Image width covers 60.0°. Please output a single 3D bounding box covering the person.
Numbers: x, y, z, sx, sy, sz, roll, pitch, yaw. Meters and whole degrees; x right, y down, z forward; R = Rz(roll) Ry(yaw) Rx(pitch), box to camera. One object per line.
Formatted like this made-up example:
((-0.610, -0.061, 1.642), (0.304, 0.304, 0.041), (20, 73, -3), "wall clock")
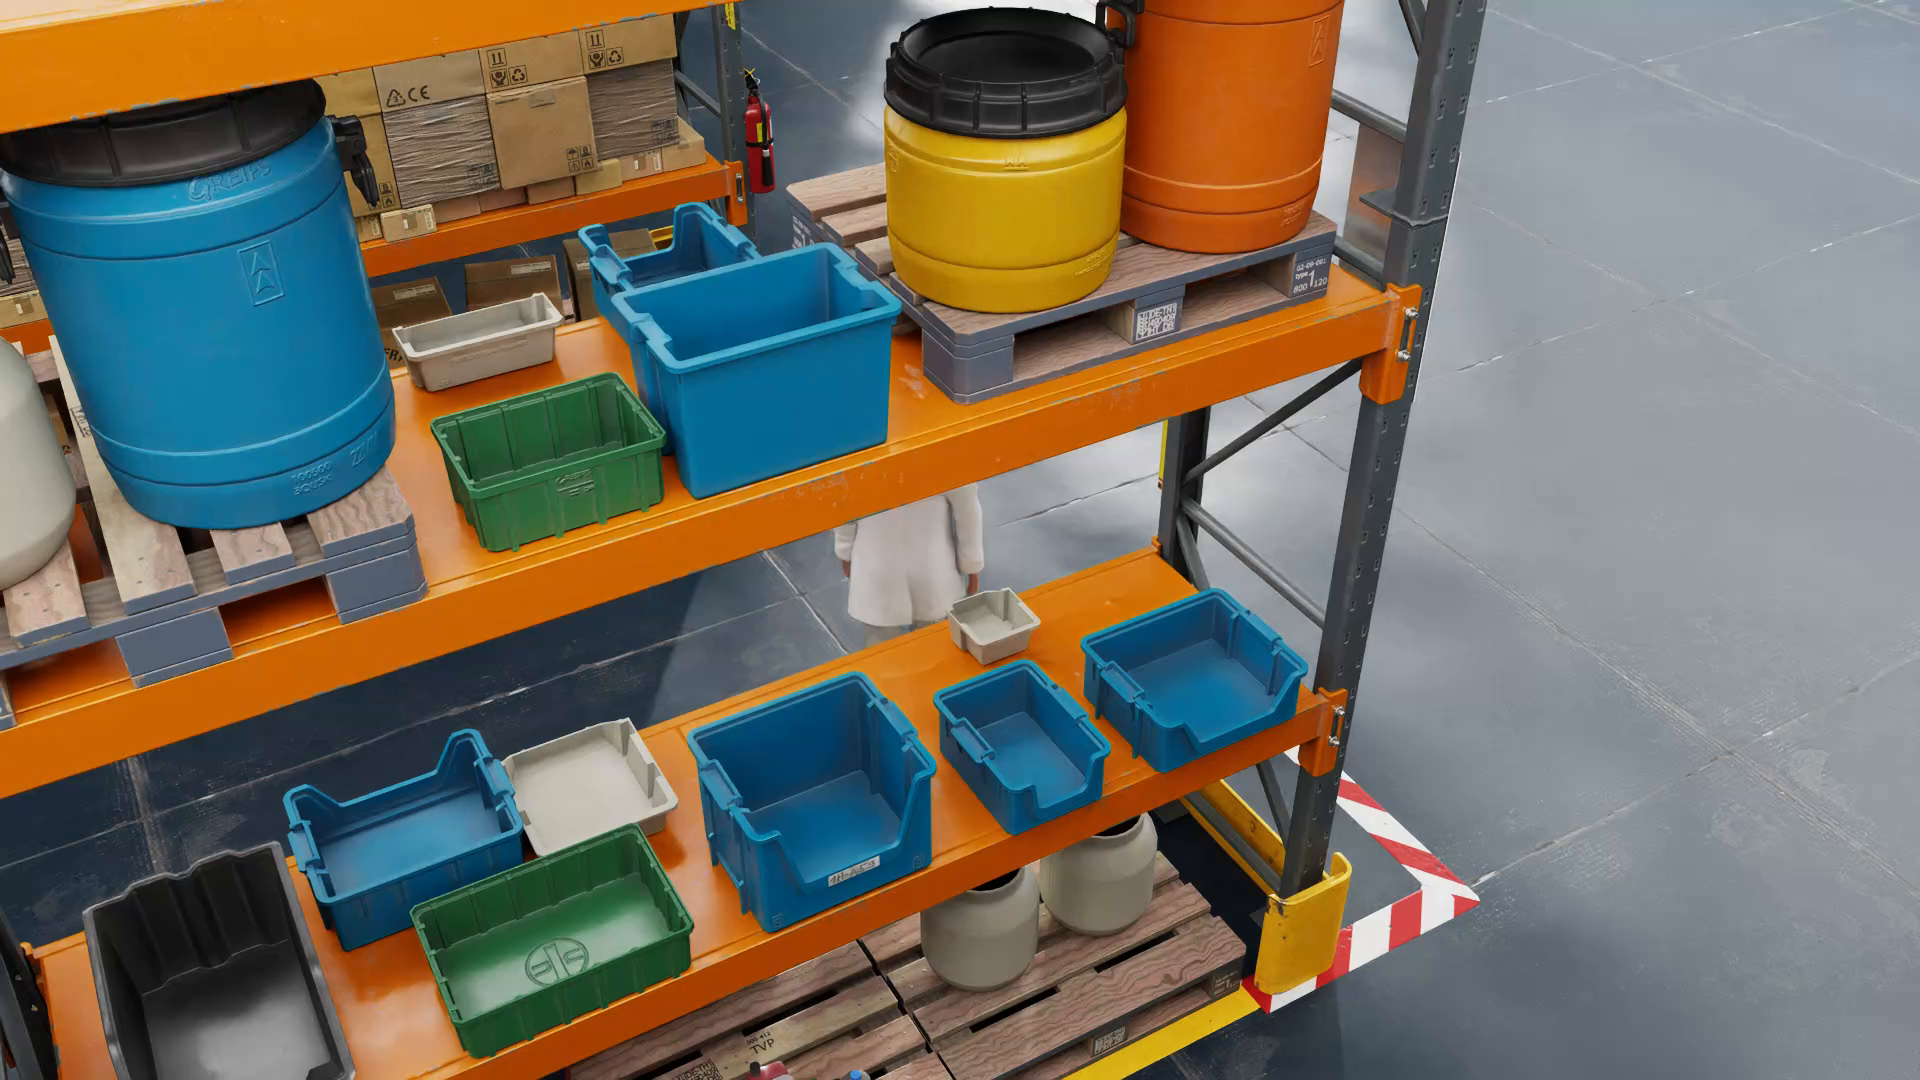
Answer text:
((-0.210, 0.088, 6.819), (0.612, 1.778, 0.676), (-2, 36, -3), "person")
